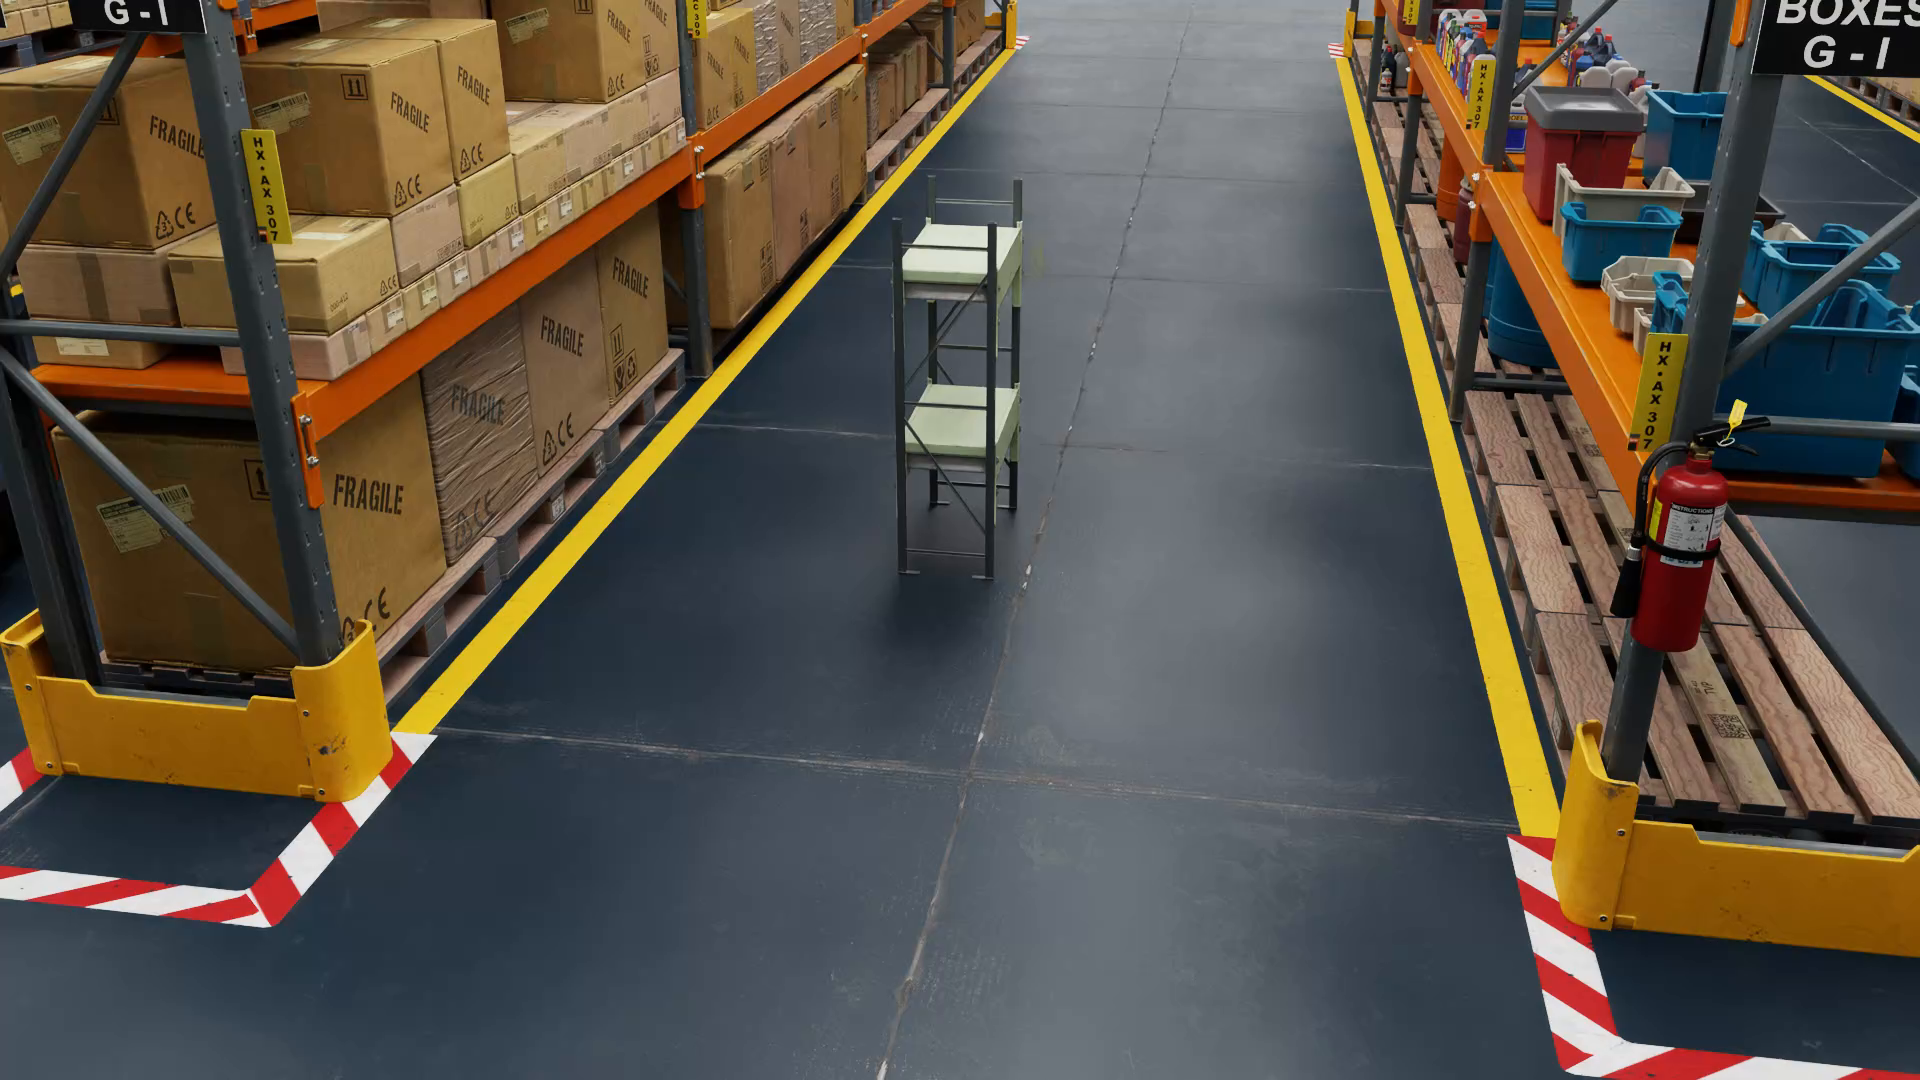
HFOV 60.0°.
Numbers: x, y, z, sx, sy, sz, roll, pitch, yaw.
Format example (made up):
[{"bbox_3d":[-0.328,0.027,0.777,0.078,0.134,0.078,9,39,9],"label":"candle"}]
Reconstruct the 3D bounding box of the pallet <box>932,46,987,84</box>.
[{"bbox_3d":[-0.291,-5.170,18.046,1.003,0.211,1.213,4,25,9],"label":"pallet"}]

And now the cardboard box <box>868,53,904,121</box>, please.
[{"bbox_3d":[-0.872,-4.017,14.724,0.700,0.500,0.500,2,25,4],"label":"cardboard box"}]

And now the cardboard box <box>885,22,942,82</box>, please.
[{"bbox_3d":[-0.458,-4.860,16.548,0.500,0.500,0.500,3,25,7],"label":"cardboard box"}]

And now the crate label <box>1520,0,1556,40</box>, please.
[{"bbox_3d":[4.109,-3.696,11.805,0.303,0.233,0.416,4,25,9],"label":"crate label"}]

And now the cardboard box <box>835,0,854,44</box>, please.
[{"bbox_3d":[-1.053,-3.786,11.683,0.500,0.500,0.500,5,26,10],"label":"cardboard box"}]

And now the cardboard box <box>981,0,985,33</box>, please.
[{"bbox_3d":[-0.028,-6.109,19.216,0.500,0.500,0.500,9,27,18],"label":"cardboard box"}]

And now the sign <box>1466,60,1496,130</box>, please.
[{"bbox_3d":[2.474,-2.113,7.899,0.100,0.325,0.005,4,25,9],"label":"sign"}]

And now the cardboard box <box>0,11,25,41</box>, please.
[{"bbox_3d":[-6.102,-3.213,10.376,0.380,0.149,0.250,4,25,9],"label":"cardboard box"}]

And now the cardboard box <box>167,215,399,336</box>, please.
[{"bbox_3d":[-2.179,-0.868,5.392,0.500,0.250,0.500,3,25,7],"label":"cardboard box"}]

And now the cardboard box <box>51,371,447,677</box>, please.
[{"bbox_3d":[-2.498,-0.120,5.979,0.875,0.875,0.875,4,25,9],"label":"cardboard box"}]

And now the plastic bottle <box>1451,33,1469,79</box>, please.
[{"bbox_3d":[3.083,-2.972,10.212,0.097,0.271,0.097,0,25,0],"label":"plastic bottle"}]

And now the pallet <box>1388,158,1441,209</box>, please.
[{"bbox_3d":[3.835,-2.680,12.727,1.003,0.211,1.213,4,25,9],"label":"pallet"}]

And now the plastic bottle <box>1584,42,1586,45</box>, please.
[{"bbox_3d":[3.871,-2.986,10.325,0.097,0.201,0.097,0,25,0],"label":"plastic bottle"}]

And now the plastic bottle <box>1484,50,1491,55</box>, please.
[{"bbox_3d":[3.038,-2.697,9.624,0.097,0.271,0.097,0,25,0],"label":"plastic bottle"}]

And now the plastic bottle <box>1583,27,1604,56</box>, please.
[{"bbox_3d":[3.771,-2.859,9.878,0.144,0.351,0.185,4,25,9],"label":"plastic bottle"}]

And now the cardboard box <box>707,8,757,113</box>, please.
[{"bbox_3d":[-1.467,-2.723,9.410,0.500,0.500,0.500,4,25,9],"label":"cardboard box"}]

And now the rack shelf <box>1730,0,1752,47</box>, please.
[{"bbox_3d":[2.689,-2.145,5.604,1.077,0.370,4.000,4,25,9],"label":"rack shelf"}]

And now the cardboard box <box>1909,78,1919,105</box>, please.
[{"bbox_3d":[9.070,-4.104,15.227,0.500,0.250,0.500,4,25,9],"label":"cardboard box"}]

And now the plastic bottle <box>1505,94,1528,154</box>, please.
[{"bbox_3d":[2.762,-2.080,8.301,0.152,0.276,0.135,4,25,9],"label":"plastic bottle"}]

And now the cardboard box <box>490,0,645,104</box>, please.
[{"bbox_3d":[-1.767,-2.278,7.520,0.500,0.500,0.500,4,25,9],"label":"cardboard box"}]

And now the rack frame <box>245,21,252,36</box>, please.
[{"bbox_3d":[-6.093,-4.351,13.006,1.000,3.000,0.127,4,25,9],"label":"rack frame"}]

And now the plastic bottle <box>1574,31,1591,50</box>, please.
[{"bbox_3d":[3.887,-3.058,10.397,0.097,0.271,0.097,0,25,0],"label":"plastic bottle"}]

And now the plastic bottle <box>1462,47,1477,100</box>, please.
[{"bbox_3d":[2.957,-2.700,9.618,0.061,0.283,0.133,4,25,9],"label":"plastic bottle"}]

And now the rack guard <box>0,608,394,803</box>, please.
[{"bbox_3d":[-2.528,0.523,5.542,1.175,0.500,0.348,4,25,9],"label":"rack guard"}]

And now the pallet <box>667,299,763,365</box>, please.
[{"bbox_3d":[-1.818,-1.357,9.900,1.003,0.211,1.213,4,25,9],"label":"pallet"}]

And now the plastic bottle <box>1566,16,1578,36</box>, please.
[{"bbox_3d":[3.987,-3.274,10.843,0.061,0.283,0.133,4,25,9],"label":"plastic bottle"}]

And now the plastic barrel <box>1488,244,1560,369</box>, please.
[{"bbox_3d":[3.122,-1.415,8.714,0.600,0.901,0.708,4,25,9],"label":"plastic barrel"}]

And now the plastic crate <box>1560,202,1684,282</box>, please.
[{"bbox_3d":[2.445,-1.104,6.197,0.416,0.233,0.300,4,25,9],"label":"plastic crate"}]

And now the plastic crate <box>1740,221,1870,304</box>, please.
[{"bbox_3d":[2.992,-0.984,5.940,0.416,0.233,0.300,4,25,9],"label":"plastic crate"}]

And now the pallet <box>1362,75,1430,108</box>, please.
[{"bbox_3d":[4.475,-4.310,16.208,1.003,0.211,1.213,4,25,9],"label":"pallet"}]

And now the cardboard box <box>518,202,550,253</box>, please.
[{"bbox_3d":[-1.890,-1.274,6.730,0.380,0.149,0.250,3,25,7],"label":"cardboard box"}]

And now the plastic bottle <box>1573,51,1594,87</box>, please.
[{"bbox_3d":[3.593,-2.680,9.589,0.097,0.271,0.097,0,25,0],"label":"plastic bottle"}]

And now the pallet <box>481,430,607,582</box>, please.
[{"bbox_3d":[-2.269,-0.205,7.438,1.003,0.211,1.213,4,25,9],"label":"pallet"}]

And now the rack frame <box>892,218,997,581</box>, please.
[{"bbox_3d":[-0.059,-0.529,6.611,0.400,1.500,0.023,4,25,9],"label":"rack frame"}]

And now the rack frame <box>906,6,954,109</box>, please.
[{"bbox_3d":[-0.563,-5.638,15.756,1.000,3.000,0.127,4,25,9],"label":"rack frame"}]

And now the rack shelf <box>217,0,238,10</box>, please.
[{"bbox_3d":[-2.197,-2.488,6.338,1.077,0.370,4.000,4,25,9],"label":"rack shelf"}]

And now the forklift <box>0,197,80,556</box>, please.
[{"bbox_3d":[-4.805,-1.615,7.242,1.130,2.935,3.031,-6,26,-13],"label":"forklift"}]

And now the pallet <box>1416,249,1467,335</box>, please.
[{"bbox_3d":[3.381,-1.517,10.243,1.003,0.211,1.213,4,25,9],"label":"pallet"}]

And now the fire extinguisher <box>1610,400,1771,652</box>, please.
[{"bbox_3d":[1.890,-0.040,4.329,0.296,0.674,0.183,4,25,9],"label":"fire extinguisher"}]

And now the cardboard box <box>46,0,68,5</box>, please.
[{"bbox_3d":[-6.019,-3.571,10.791,0.380,0.149,0.250,4,25,8],"label":"cardboard box"}]

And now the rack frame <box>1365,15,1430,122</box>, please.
[{"bbox_3d":[4.324,-5.295,15.023,1.000,3.000,0.127,4,25,9],"label":"rack frame"}]

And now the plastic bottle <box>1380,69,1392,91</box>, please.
[{"bbox_3d":[4.076,-4.400,15.893,0.097,0.201,0.097,0,25,0],"label":"plastic bottle"}]

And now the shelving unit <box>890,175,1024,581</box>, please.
[{"bbox_3d":[0.001,-0.682,6.938,0.431,1.500,0.755,4,25,9],"label":"shelving unit"}]

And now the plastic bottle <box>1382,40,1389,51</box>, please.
[{"bbox_3d":[4.229,-4.799,16.569,0.144,0.351,0.185,4,25,8],"label":"plastic bottle"}]

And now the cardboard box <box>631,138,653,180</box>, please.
[{"bbox_3d":[-1.681,-1.813,7.881,0.380,0.149,0.250,4,25,8],"label":"cardboard box"}]

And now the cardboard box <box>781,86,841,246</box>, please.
[{"bbox_3d":[-1.503,-2.533,11.135,1.225,0.875,0.875,4,25,9],"label":"cardboard box"}]

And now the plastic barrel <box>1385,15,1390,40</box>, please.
[{"bbox_3d":[4.945,-5.750,18.436,0.421,0.512,0.421,0,25,0],"label":"plastic barrel"}]

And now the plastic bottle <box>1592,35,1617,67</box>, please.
[{"bbox_3d":[3.719,-2.726,9.593,0.144,0.351,0.185,4,25,9],"label":"plastic bottle"}]

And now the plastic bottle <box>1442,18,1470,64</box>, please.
[{"bbox_3d":[3.205,-3.213,10.723,0.152,0.276,0.135,4,25,9],"label":"plastic bottle"}]

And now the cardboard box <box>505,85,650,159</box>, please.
[{"bbox_3d":[-1.766,-1.939,7.681,0.500,0.250,0.500,5,26,10],"label":"cardboard box"}]

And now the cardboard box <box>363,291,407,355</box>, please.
[{"bbox_3d":[-2.100,-0.738,5.585,0.380,0.149,0.250,4,25,8],"label":"cardboard box"}]
